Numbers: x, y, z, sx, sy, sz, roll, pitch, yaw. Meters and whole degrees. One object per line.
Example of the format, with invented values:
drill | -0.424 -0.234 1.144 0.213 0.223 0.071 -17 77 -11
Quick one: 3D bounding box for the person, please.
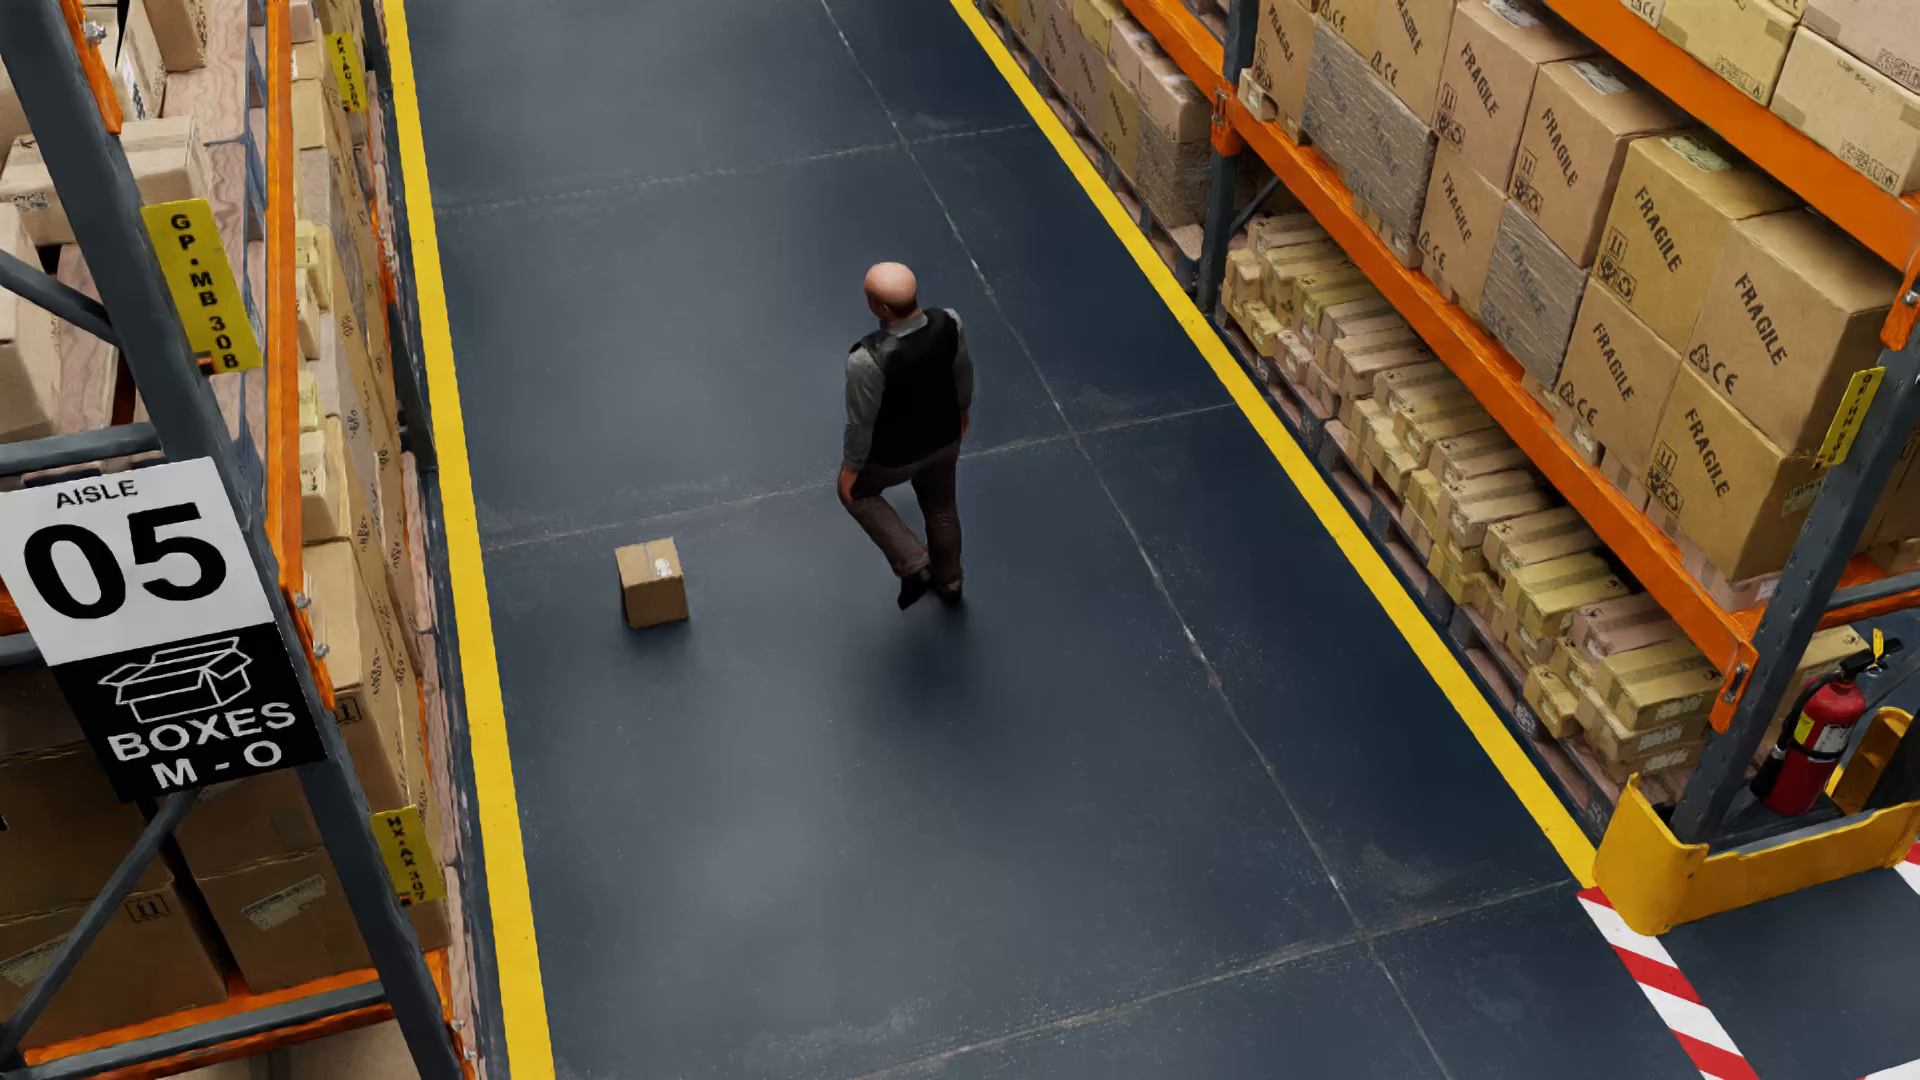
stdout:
person | -0.233 -0.410 6.605 0.621 1.710 0.473 -23 47 -24
